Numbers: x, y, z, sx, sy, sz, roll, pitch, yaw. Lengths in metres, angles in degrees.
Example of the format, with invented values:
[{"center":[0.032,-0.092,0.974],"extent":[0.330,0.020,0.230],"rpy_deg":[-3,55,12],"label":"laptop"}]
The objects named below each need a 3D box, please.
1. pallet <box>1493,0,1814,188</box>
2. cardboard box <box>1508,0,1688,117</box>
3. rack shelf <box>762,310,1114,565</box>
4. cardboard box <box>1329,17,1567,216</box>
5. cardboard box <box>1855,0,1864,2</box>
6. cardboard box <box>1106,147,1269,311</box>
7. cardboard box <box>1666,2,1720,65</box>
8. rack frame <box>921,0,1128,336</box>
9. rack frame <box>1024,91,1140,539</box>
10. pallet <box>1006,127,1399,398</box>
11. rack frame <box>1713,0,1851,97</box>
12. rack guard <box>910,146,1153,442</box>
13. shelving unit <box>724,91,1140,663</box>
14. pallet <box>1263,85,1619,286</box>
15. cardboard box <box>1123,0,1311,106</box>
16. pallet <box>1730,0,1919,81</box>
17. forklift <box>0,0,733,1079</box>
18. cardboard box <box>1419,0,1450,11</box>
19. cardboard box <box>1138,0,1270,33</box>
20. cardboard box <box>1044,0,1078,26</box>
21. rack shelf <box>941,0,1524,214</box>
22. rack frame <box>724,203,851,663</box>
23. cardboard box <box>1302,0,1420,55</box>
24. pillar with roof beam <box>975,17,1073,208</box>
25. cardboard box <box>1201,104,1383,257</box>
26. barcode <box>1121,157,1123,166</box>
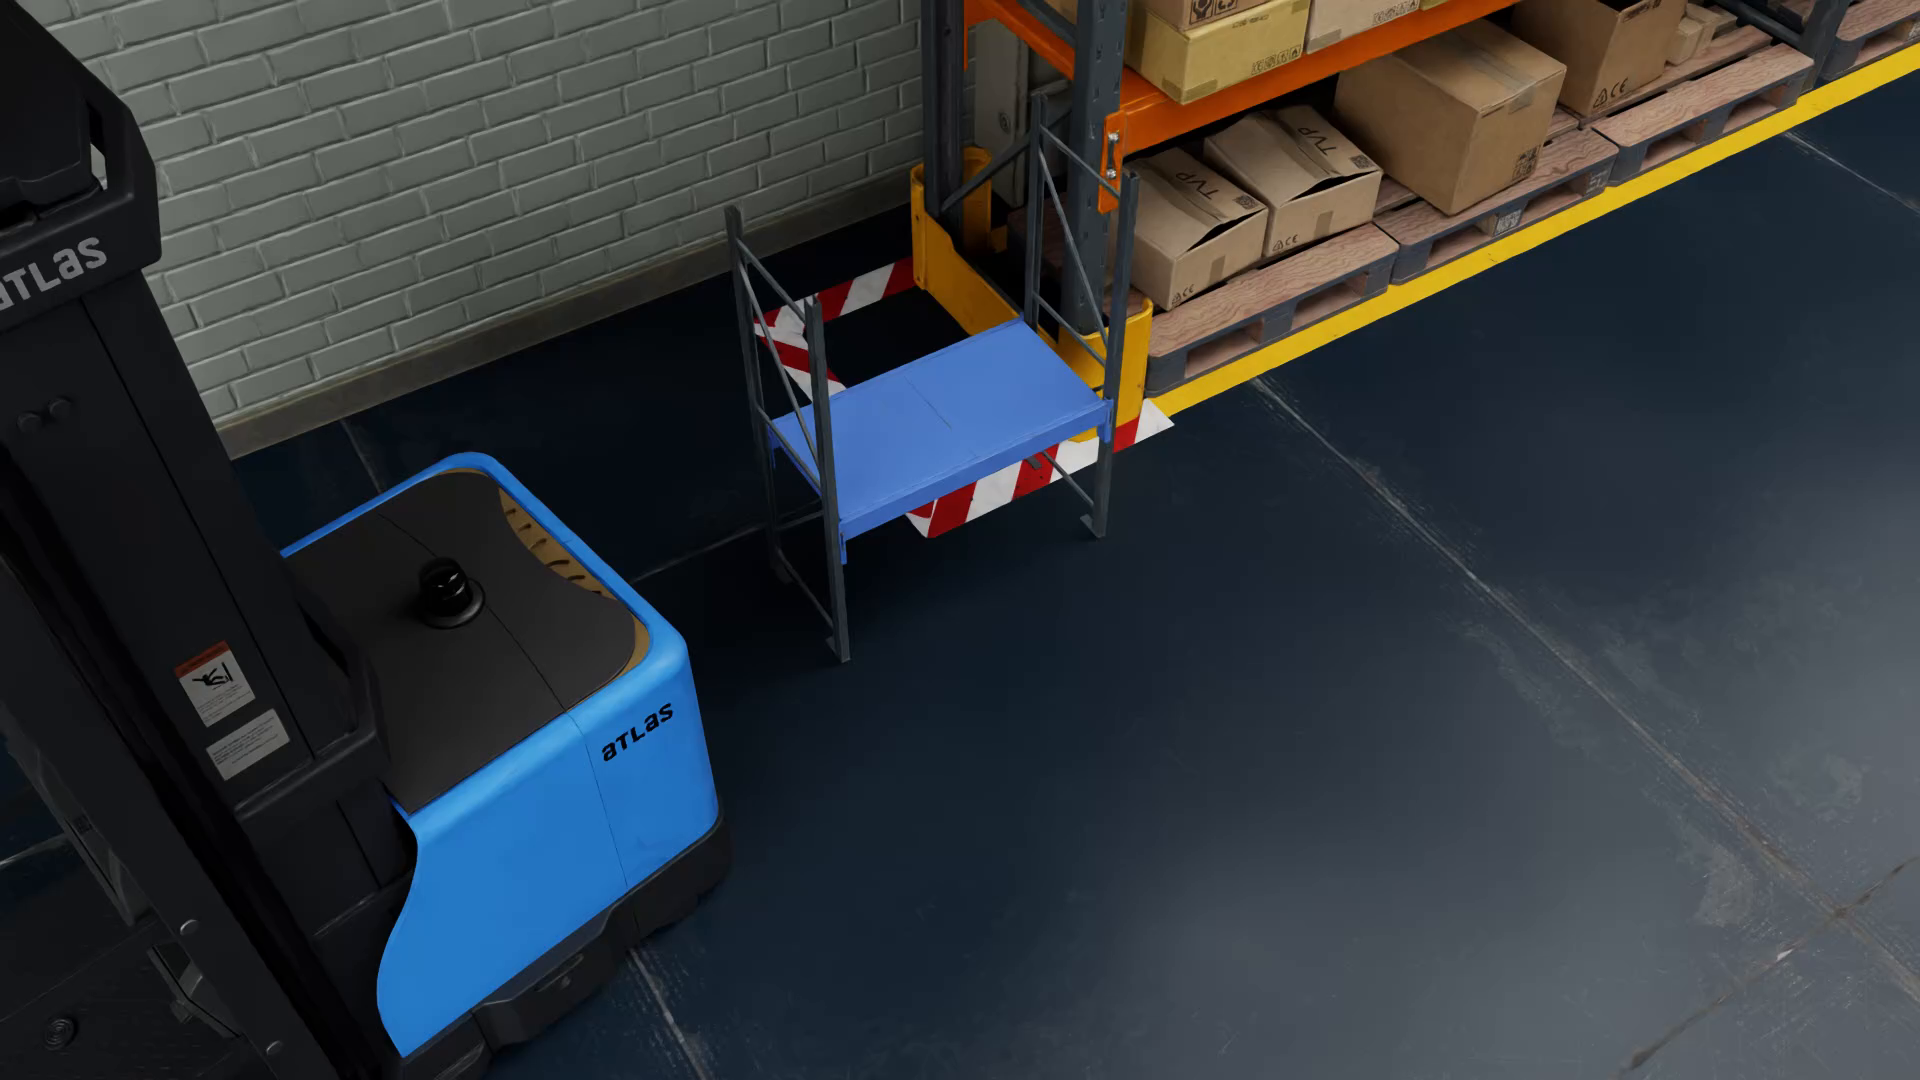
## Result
[{"center":[3.013,-2.119,7.496],"extent":[1.213,0.211,1.003],"rpy_deg":[-25,53,-21],"label":"pallet"},{"center":[2.706,-2.212,7.091],"extent":[0.500,0.500,0.500],"rpy_deg":[-29,54,-23],"label":"cardboard box"},{"center":[-0.072,-0.345,5.294],"extent":[1.000,0.185,0.538],"rpy_deg":[-25,53,-21],"label":"rack shelf"},{"center":[1.941,-1.764,6.692],"extent":[0.500,0.500,0.700],"rpy_deg":[-28,54,-23],"label":"cardboard box"},{"center":[4.176,-2.955,7.752],"extent":[0.500,0.500,0.700],"rpy_deg":[-24,52,-20],"label":"cardboard box"},{"center":[0.812,-1.213,6.328],"extent":[0.500,0.311,0.500],"rpy_deg":[-31,55,-25],"label":"cardboard box"},{"center":[3.126,-2.308,7.400],"extent":[0.250,0.166,0.380],"rpy_deg":[-32,56,-25],"label":"cardboard box"},{"center":[0.179,-1.742,5.293],"extent":[0.127,3.000,1.000],"rpy_deg":[-25,53,-21],"label":"rack frame"},{"center":[0.358,-0.667,5.340],"extent":[0.032,1.500,0.500],"rpy_deg":[-25,53,-21],"label":"rack frame"},{"center":[0.949,-1.147,6.630],"extent":[1.213,0.211,1.003],"rpy_deg":[-25,53,-21],"label":"pallet"},{"center":[3.562,-3.336,6.713],"extent":[0.127,3.000,1.000],"rpy_deg":[-25,53,-21],"label":"rack frame"},{"center":[0.243,-0.941,6.254],"extent":[0.348,0.500,1.175],"rpy_deg":[-25,53,-21],"label":"rack guard"},{"center":[-0.072,-0.465,5.160],"extent":[1.048,1.500,0.538],"rpy_deg":[-25,53,-21],"label":"shelving unit"},{"center":[1.980,-1.630,7.060],"extent":[1.213,0.211,1.003],"rpy_deg":[-25,53,-21],"label":"pallet"},{"center":[0.761,-1.693,5.336],"extent":[0.500,0.250,0.500],"rpy_deg":[-27,54,-22],"label":"cardboard box"},{"center":[4.220,-2.720,8.031],"extent":[1.213,0.211,1.003],"rpy_deg":[-25,53,-21],"label":"pallet"},{"center":[-2.078,0.489,3.352],"extent":[3.031,2.935,1.130],"rpy_deg":[-35,57,-27],"label":"forklift"},{"center":[1.627,-2.108,5.706],"extent":[0.500,0.250,0.500],"rpy_deg":[-26,53,-21],"label":"cardboard box"},{"center":[0.743,-1.949,5.062],"extent":[0.500,0.500,0.500],"rpy_deg":[-25,53,-21],"label":"cardboard box"},{"center":[0.471,-2.008,5.617],"extent":[0.500,0.250,0.500],"rpy_deg":[-25,53,-20],"label":"cardboard box"},{"center":[1.871,-2.300,6.271],"extent":[4.000,0.370,1.077],"rpy_deg":[-25,53,-21],"label":"rack shelf"},{"center":[-0.502,-0.262,4.979],"extent":[0.032,1.500,0.500],"rpy_deg":[-25,53,-21],"label":"rack frame"},{"center":[1.193,-1.909,5.529],"extent":[0.500,0.250,0.500],"rpy_deg":[-27,54,-22],"label":"cardboard box"},{"center":[2.607,-1.844,1.366],"extent":[0.400,9.000,9.100],"rpy_deg":[-25,53,-21],"label":"pillar with roof beam"},{"center":[1.294,-1.441,6.530],"extent":[0.500,0.311,0.500],"rpy_deg":[-21,52,-18],"label":"cardboard box"},{"center":[0.614,-1.476,6.556],"extent":[0.075,0.075,0.001],"rpy_deg":[-25,53,-21],"label":"barcode"}]
